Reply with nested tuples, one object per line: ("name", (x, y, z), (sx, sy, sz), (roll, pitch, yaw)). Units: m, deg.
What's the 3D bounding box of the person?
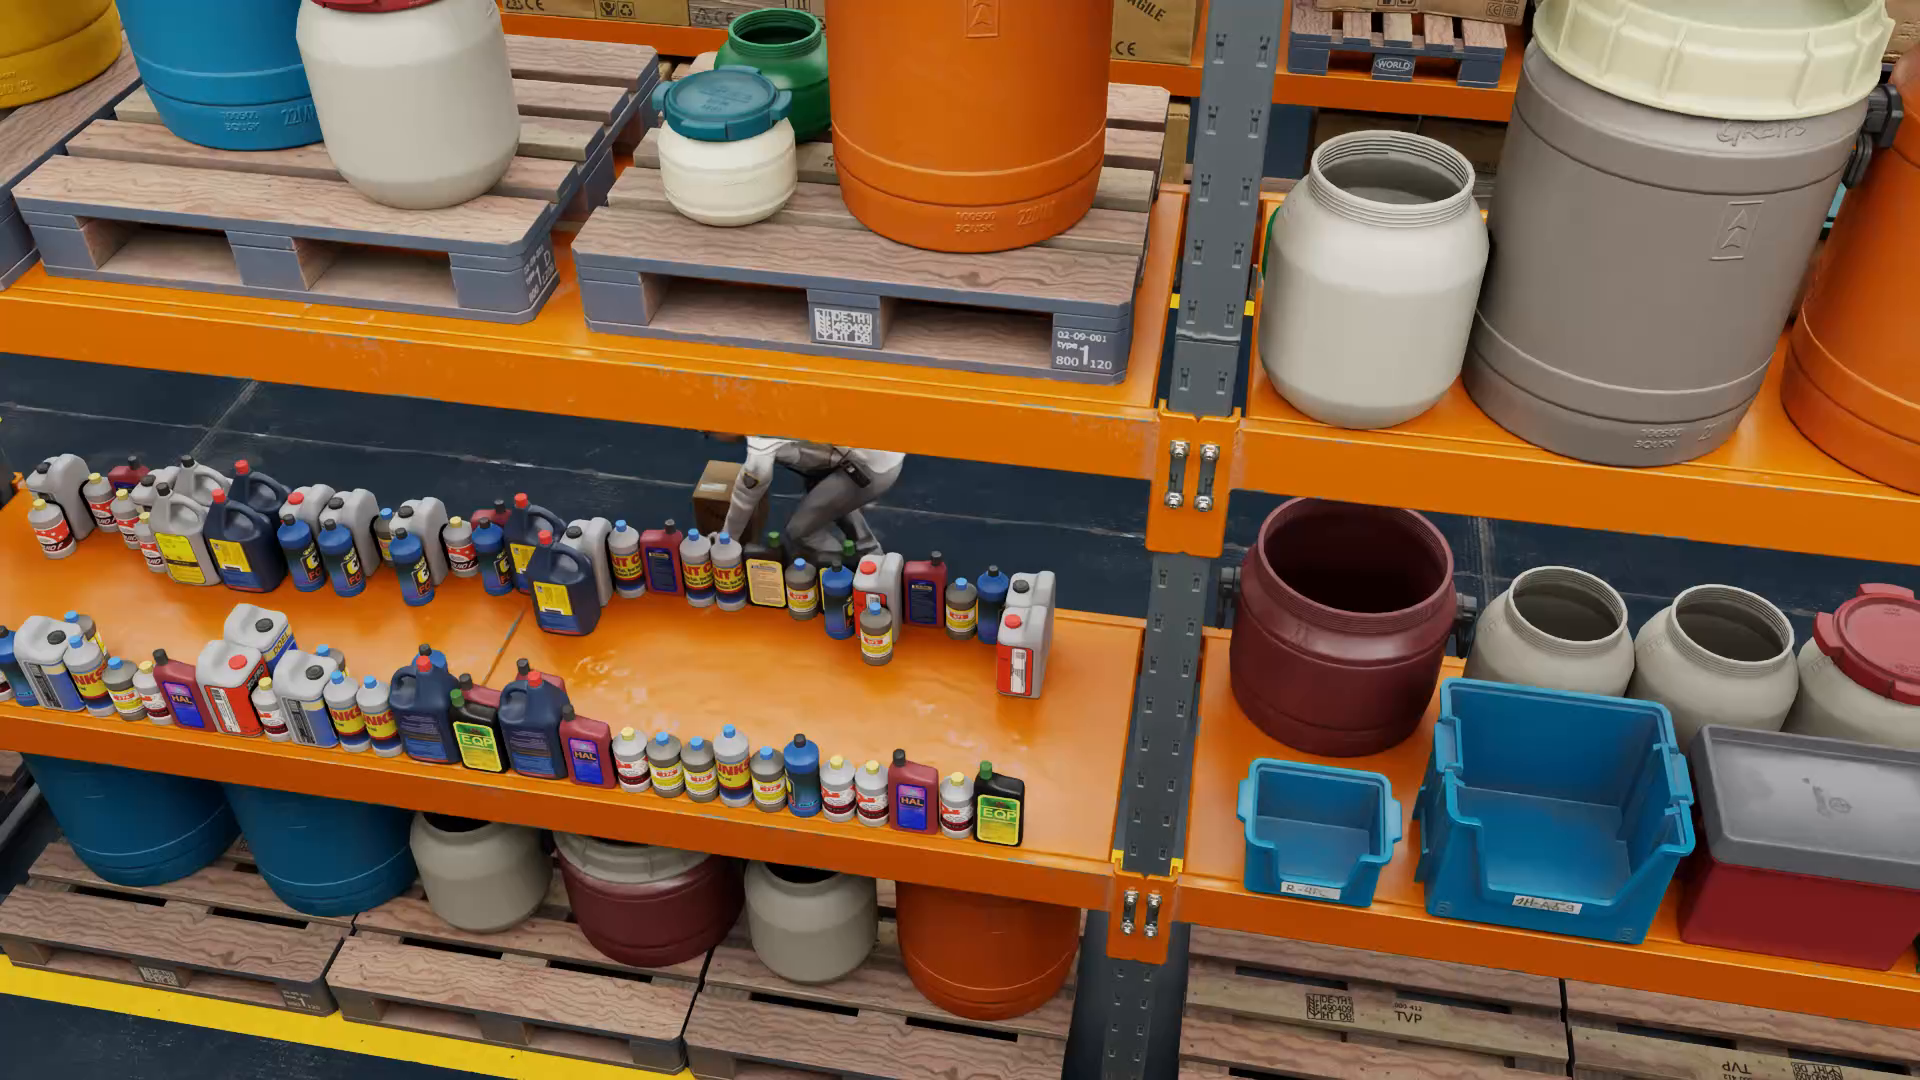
("person", (-0.673, -0.226, 6.917), (0.921, 1.017, 0.464), (5, 41, 5))
